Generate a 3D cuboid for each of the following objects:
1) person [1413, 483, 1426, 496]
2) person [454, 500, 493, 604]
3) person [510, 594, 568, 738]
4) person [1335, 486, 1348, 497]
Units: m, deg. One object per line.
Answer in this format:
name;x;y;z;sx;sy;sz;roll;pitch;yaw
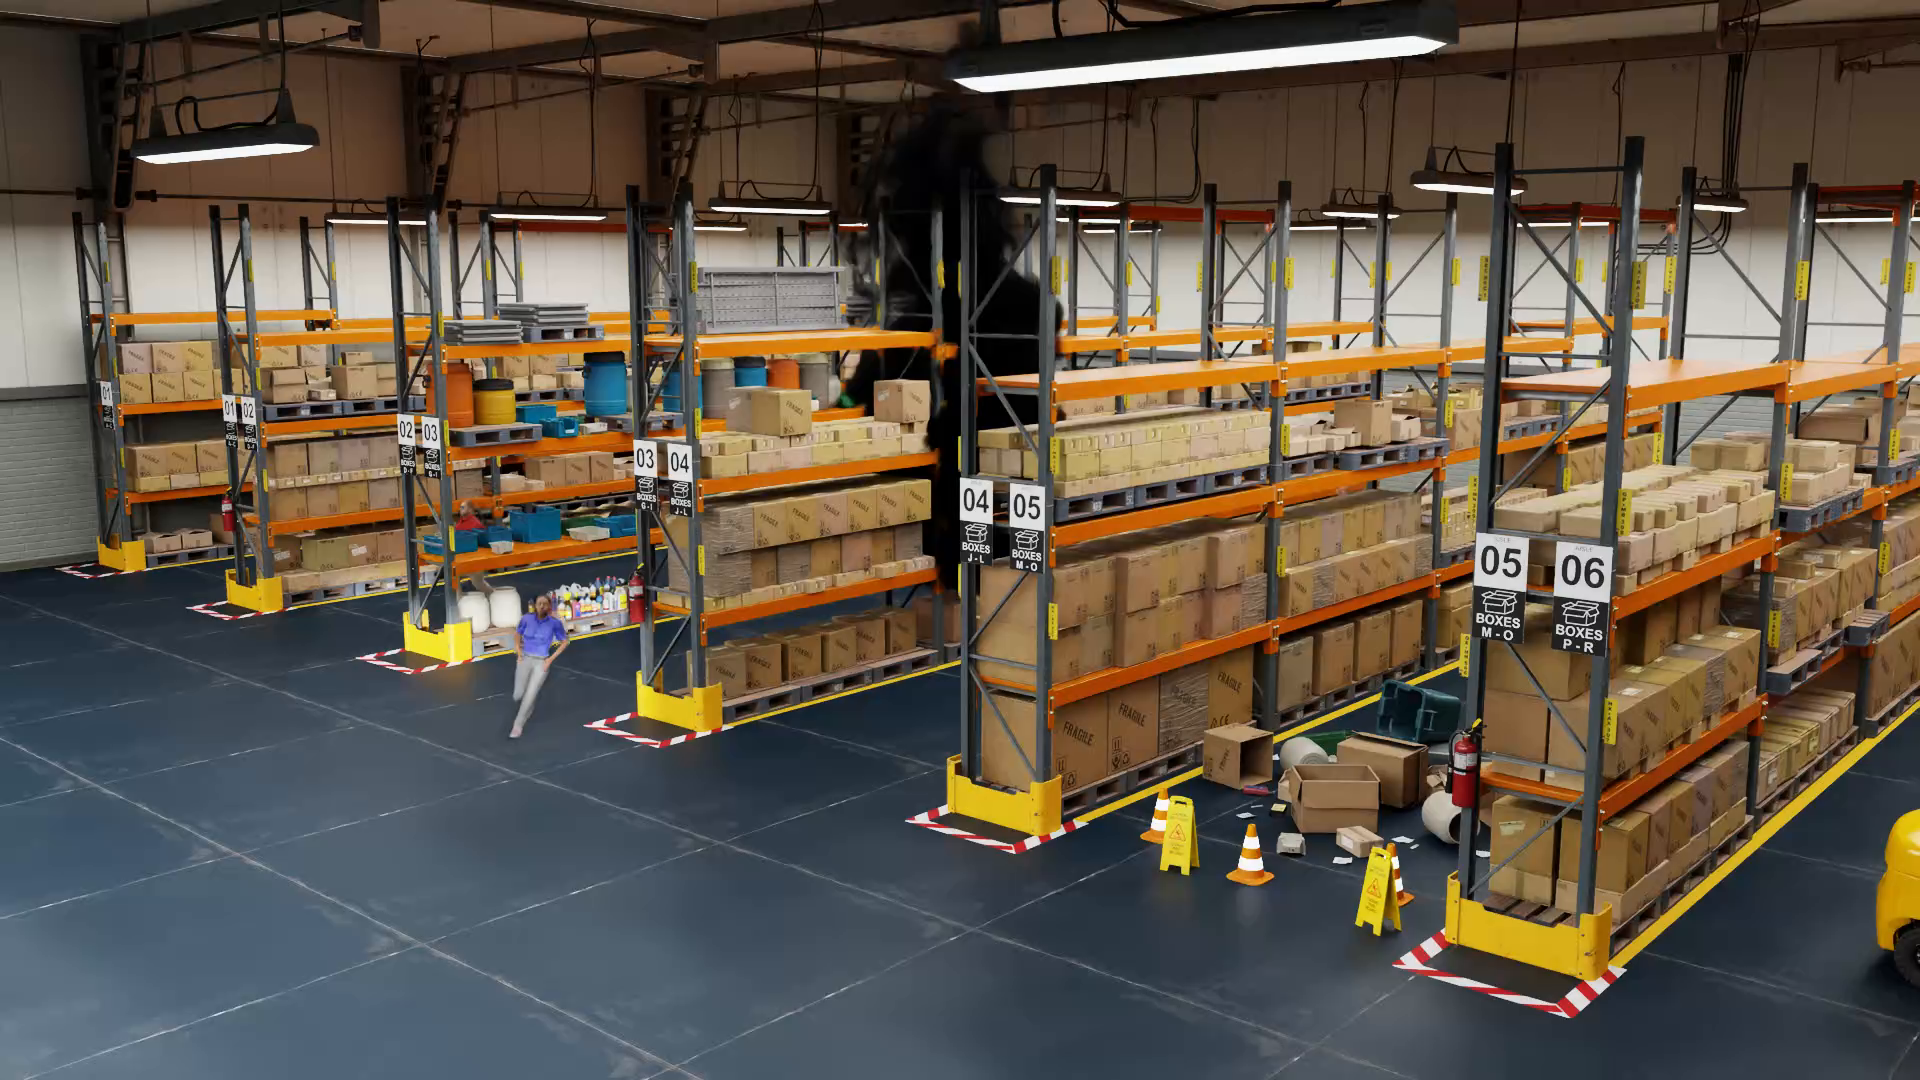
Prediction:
person;7.047;0.017;25.669;0.693;1.816;0.896;8;12;39
person;-7.150;0.302;24.253;0.637;1.792;0.792;7;12;37
person;-4.673;1.354;18.477;0.641;1.578;0.678;0;9;1
person;6.063;-0.074;26.678;0.664;1.689;0.538;6;11;33
